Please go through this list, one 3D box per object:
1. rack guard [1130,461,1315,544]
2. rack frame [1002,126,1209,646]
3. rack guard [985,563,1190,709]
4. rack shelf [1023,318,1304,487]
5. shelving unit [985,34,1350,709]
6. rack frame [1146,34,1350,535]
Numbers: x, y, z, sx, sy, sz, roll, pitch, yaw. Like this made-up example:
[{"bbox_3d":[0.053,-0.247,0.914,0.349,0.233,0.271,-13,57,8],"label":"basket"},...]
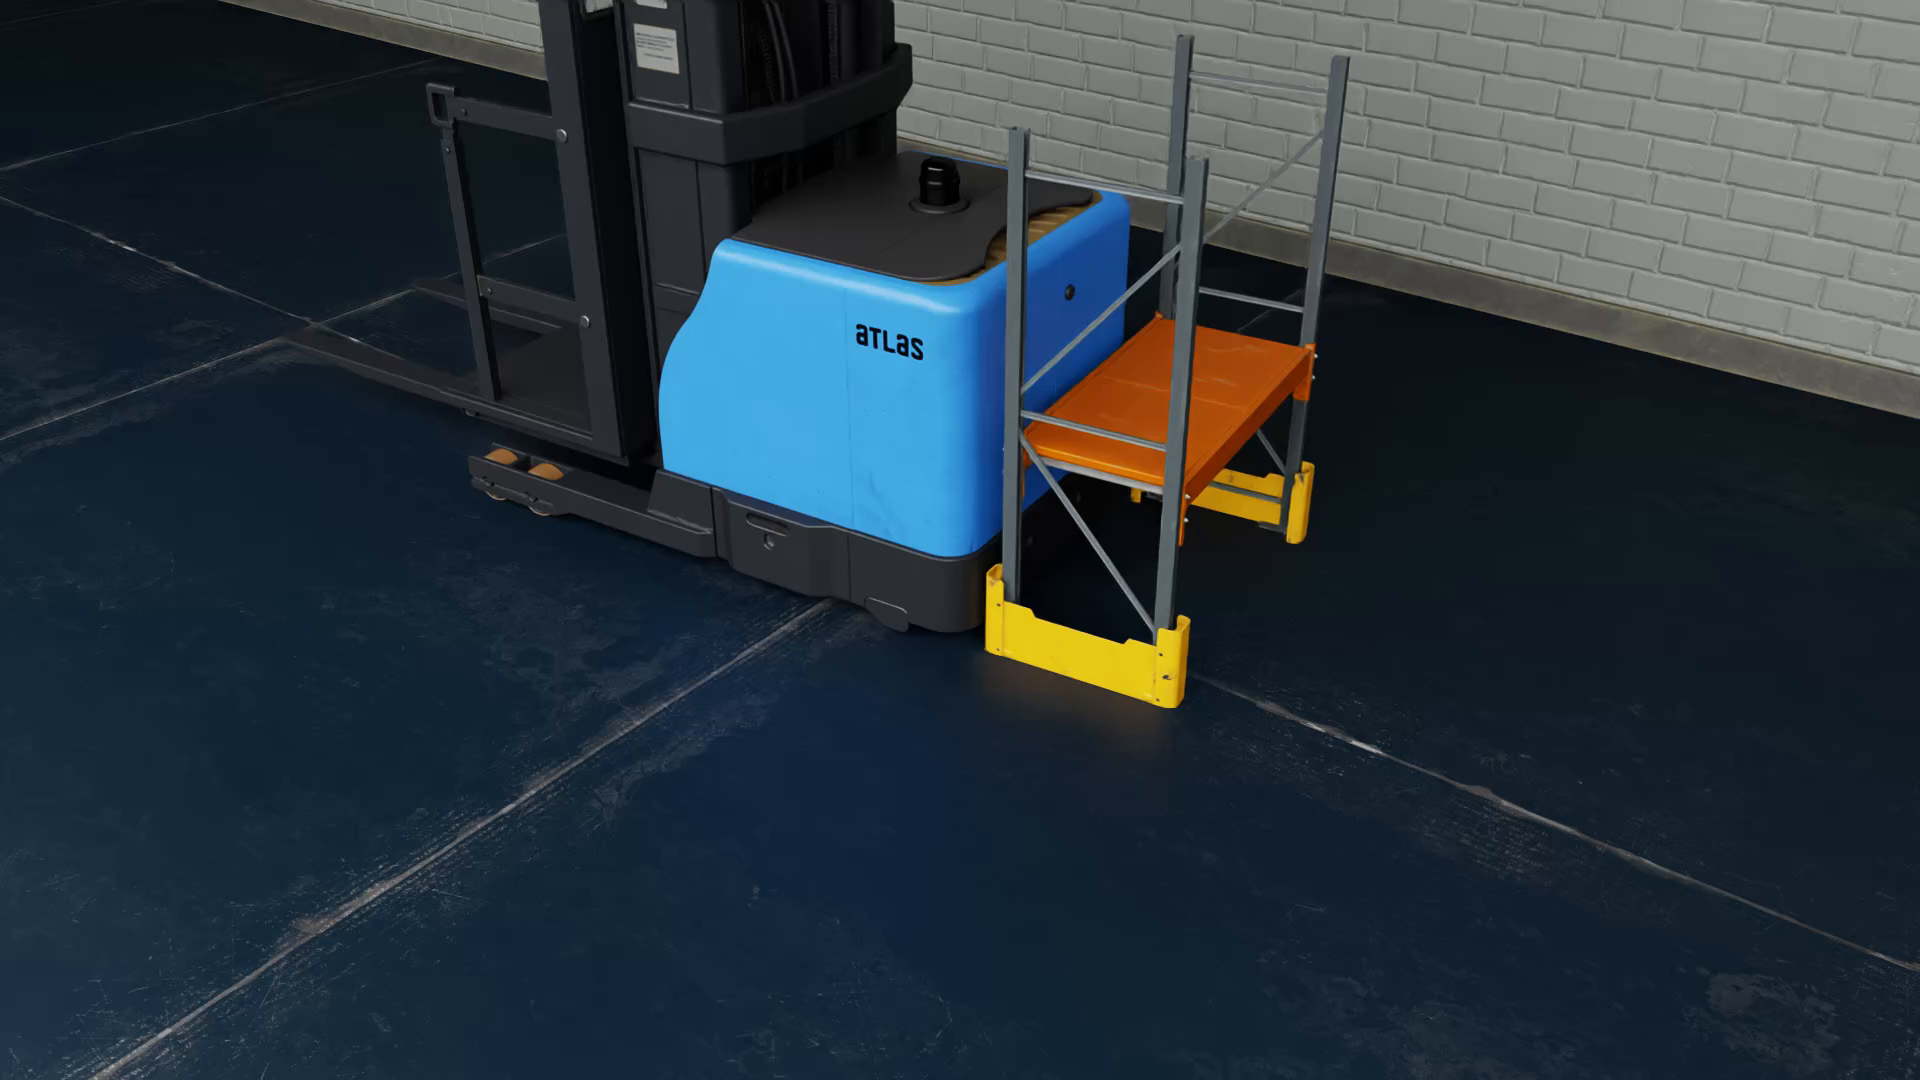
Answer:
[{"bbox_3d":[0.830,-0.182,5.312,0.587,0.250,0.087,16,34,25],"label":"rack guard"},{"bbox_3d":[0.340,-0.277,4.246,0.500,1.500,0.032,16,34,25],"label":"rack frame"},{"bbox_3d":[0.341,0.260,4.565,0.587,0.250,0.087,16,34,25],"label":"rack guard"},{"bbox_3d":[0.590,-0.405,4.685,0.459,0.026,0.952,16,34,25],"label":"rack shelf"},{"bbox_3d":[0.585,-0.499,4.620,0.587,1.500,1.083,16,34,25],"label":"shelving unit"},{"bbox_3d":[0.839,-0.728,5.008,0.500,1.500,0.032,16,34,25],"label":"rack frame"}]
